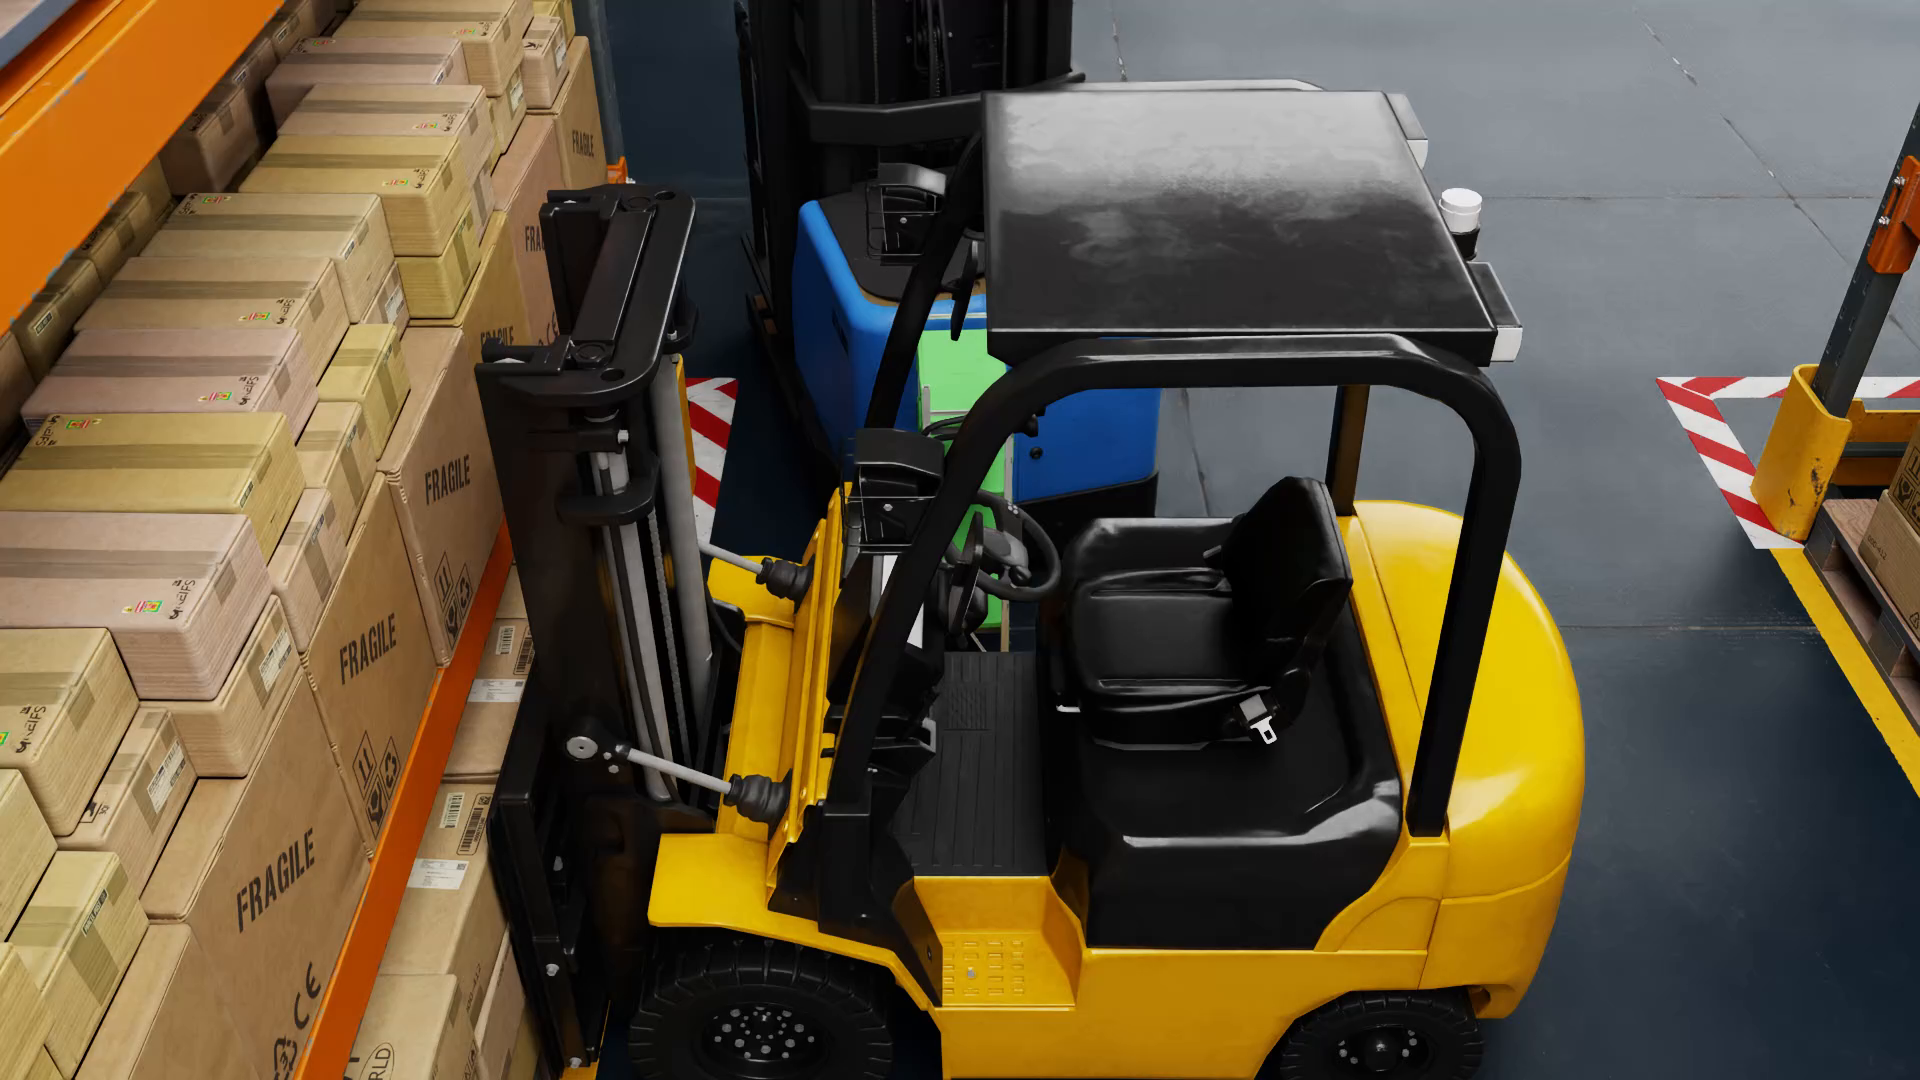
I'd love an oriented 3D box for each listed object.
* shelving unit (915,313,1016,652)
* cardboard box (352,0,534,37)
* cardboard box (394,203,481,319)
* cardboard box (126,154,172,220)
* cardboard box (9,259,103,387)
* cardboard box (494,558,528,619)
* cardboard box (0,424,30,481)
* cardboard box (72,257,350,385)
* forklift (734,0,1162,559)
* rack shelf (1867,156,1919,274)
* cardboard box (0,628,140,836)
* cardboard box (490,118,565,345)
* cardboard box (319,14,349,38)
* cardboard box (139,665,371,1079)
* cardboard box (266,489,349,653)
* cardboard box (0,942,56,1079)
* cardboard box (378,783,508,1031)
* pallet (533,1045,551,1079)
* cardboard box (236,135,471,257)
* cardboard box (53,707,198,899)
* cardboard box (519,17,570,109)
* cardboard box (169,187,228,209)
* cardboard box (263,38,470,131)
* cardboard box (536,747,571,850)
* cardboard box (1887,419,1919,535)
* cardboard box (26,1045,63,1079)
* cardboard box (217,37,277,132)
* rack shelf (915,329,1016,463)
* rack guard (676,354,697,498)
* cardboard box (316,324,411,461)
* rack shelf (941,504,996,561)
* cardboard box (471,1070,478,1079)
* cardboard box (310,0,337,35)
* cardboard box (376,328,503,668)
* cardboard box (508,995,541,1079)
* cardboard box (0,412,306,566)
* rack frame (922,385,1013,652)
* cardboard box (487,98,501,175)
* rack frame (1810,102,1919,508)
[{"bbox_3d":[0.009,-0.086,4.898,0.258,1.200,0.503,-2,39,-2],"label":"shelving unit"},{"bbox_3d":[-1.298,-1.348,4.197,0.380,0.149,0.250,0,39,0],"label":"cardboard box"},{"bbox_3d":[-1.234,-0.591,3.490,0.380,0.149,0.250,0,39,0],"label":"cardboard box"},{"bbox_3d":[-1.860,-0.703,3.392,0.380,0.149,0.250,-1,39,-1],"label":"cardboard box"},{"bbox_3d":[-1.777,-0.383,2.993,0.380,0.149,0.250,1,39,1],"label":"cardboard box"},{"bbox_3d":[-1.211,0.124,4.260,0.500,0.250,0.500,0,39,1],"label":"cardboard box"},{"bbox_3d":[-1.799,-0.116,2.898,0.380,0.149,0.250,0,39,-1],"label":"cardboard box"},{"bbox_3d":[-1.339,-0.385,2.996,0.380,0.149,0.250,0,39,0],"label":"cardboard box"},{"bbox_3d":[-0.238,-1.924,5.807,1.130,2.935,3.031,-10,40,-13],"label":"forklift"},{"bbox_3d":[3.425,0.208,3.667,1.077,0.370,4.000,0,39,0],"label":"rack shelf"},{"bbox_3d":[-1.340,0.253,2.199,0.380,0.149,0.250,-1,39,-1],"label":"cardboard box"},{"bbox_3d":[-1.286,-0.725,4.176,0.500,0.500,0.500,1,39,1],"label":"cardboard box"},{"bbox_3d":[-1.736,-1.243,4.304,0.380,0.149,0.250,0,39,0],"label":"cardboard box"},{"bbox_3d":[-1.293,0.541,2.596,0.500,0.500,0.500,1,39,1],"label":"cardboard box"},{"bbox_3d":[-1.228,0.049,2.692,0.380,0.149,0.250,0,39,-1],"label":"cardboard box"},{"bbox_3d":[-1.240,0.576,1.796,0.380,0.149,0.250,1,39,1],"label":"cardboard box"},{"bbox_3d":[-1.225,0.769,3.455,0.500,0.250,0.500,1,39,1],"label":"cardboard box"},{"bbox_3d":[-1.499,1.010,4.321,1.003,0.211,1.213,0,39,0],"label":"pallet"},{"bbox_3d":[-1.228,-0.704,3.393,0.380,0.149,0.250,1,39,1],"label":"cardboard box"},{"bbox_3d":[-1.303,0.367,2.294,0.380,0.149,0.250,0,39,0],"label":"cardboard box"},{"bbox_3d":[-1.230,-1.233,4.292,0.380,0.149,0.250,1,39,1],"label":"cardboard box"},{"bbox_3d":[-1.873,-0.761,3.703,0.380,0.149,0.250,0,39,0],"label":"cardboard box"},{"bbox_3d":[-1.345,-1.028,3.798,0.380,0.149,0.250,0,39,0],"label":"cardboard box"},{"bbox_3d":[-1.219,0.650,4.004,0.500,0.250,0.500,0,39,0],"label":"cardboard box"},{"bbox_3d":[3.148,-0.188,4.849,0.500,0.500,0.500,-1,39,-2],"label":"cardboard box"},{"bbox_3d":[-1.273,0.692,1.889,0.380,0.149,0.250,-1,39,-1],"label":"cardboard box"},{"bbox_3d":[-1.788,-1.032,3.803,0.380,0.149,0.250,0,39,0],"label":"cardboard box"},{"bbox_3d":[0.009,-0.411,4.638,0.258,0.148,0.480,-2,39,-2],"label":"rack shelf"},{"bbox_3d":[-1.541,-0.357,5.796,1.175,0.500,0.348,0,39,0],"label":"rack guard"},{"bbox_3d":[-1.255,-0.275,3.096,0.380,0.149,0.250,-1,39,-1],"label":"cardboard box"},{"bbox_3d":[0.009,-0.036,4.938,0.258,0.148,0.480,-2,39,-2],"label":"rack shelf"},{"bbox_3d":[-1.231,1.280,3.217,0.500,0.250,0.500,0,39,0],"label":"cardboard box"},{"bbox_3d":[-1.816,-1.349,4.199,0.380,0.149,0.250,1,39,1],"label":"cardboard box"},{"bbox_3d":[-1.274,-0.090,3.384,0.500,0.500,0.500,0,39,0],"label":"cardboard box"},{"bbox_3d":[-1.238,1.151,3.778,0.500,0.250,0.500,1,39,1],"label":"cardboard box"},{"bbox_3d":[-1.265,-0.070,2.603,0.380,0.149,0.250,-1,39,-1],"label":"cardboard box"},{"bbox_3d":[0.021,0.066,4.708,0.240,1.200,0.015,-2,39,-2],"label":"rack frame"},{"bbox_3d":[-1.302,-0.916,3.896,0.380,0.149,0.250,0,39,0],"label":"cardboard box"},{"bbox_3d":[3.423,-1.324,5.003,1.000,3.000,0.127,0,39,0],"label":"rack frame"}]
